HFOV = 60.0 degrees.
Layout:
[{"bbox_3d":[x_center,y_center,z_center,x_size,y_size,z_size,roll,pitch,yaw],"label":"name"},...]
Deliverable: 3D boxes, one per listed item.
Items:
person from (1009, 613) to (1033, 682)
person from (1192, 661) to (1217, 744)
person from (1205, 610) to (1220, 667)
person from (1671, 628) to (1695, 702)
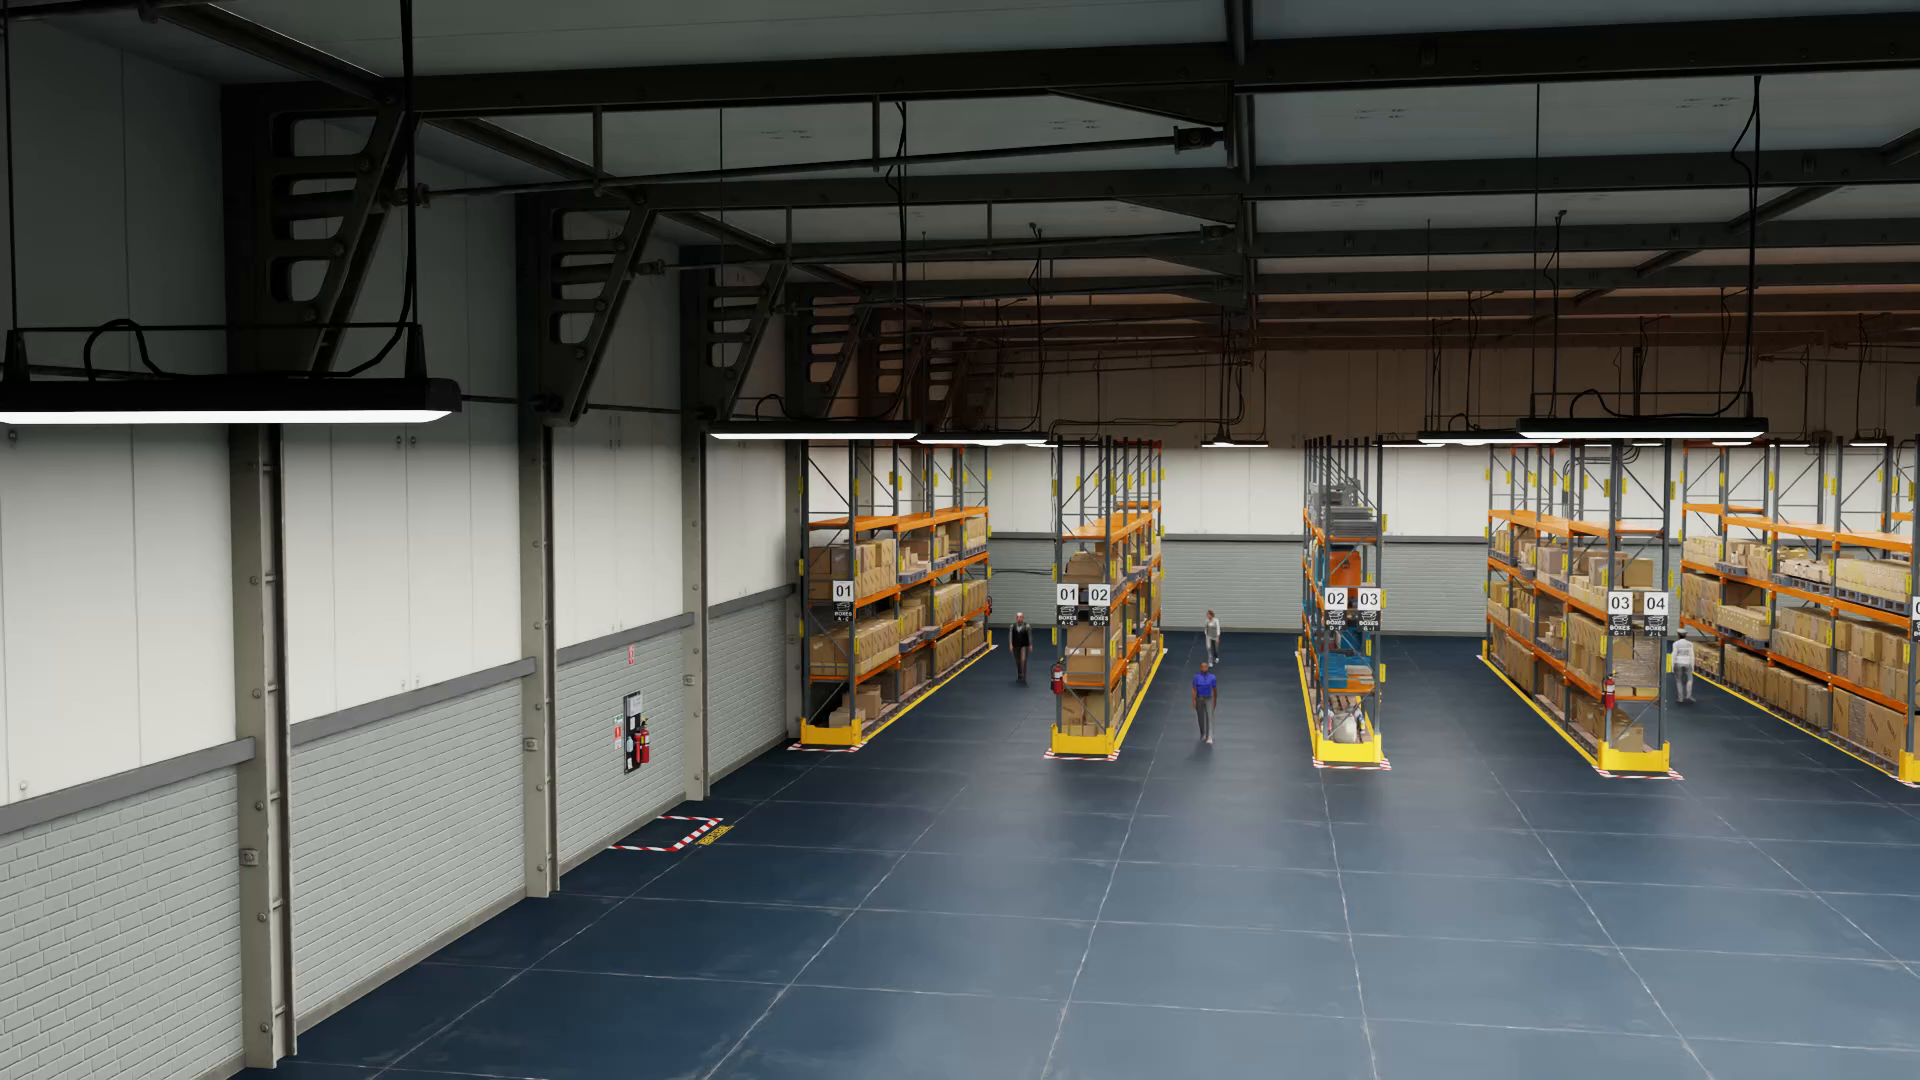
[{"bbox_3d":[1.472,2.639,41.021,0.569,1.671,0.959,1,3,19],"label":"person"},{"bbox_3d":[4.757,3.150,32.365,0.481,1.600,1.036,1,3,20],"label":"person"},{"bbox_3d":[6.689,2.644,44.087,0.407,1.368,0.893,1,3,16],"label":"person"},{"bbox_3d":[16.388,2.854,37.694,0.512,1.674,0.516,1,3,12],"label":"person"}]
